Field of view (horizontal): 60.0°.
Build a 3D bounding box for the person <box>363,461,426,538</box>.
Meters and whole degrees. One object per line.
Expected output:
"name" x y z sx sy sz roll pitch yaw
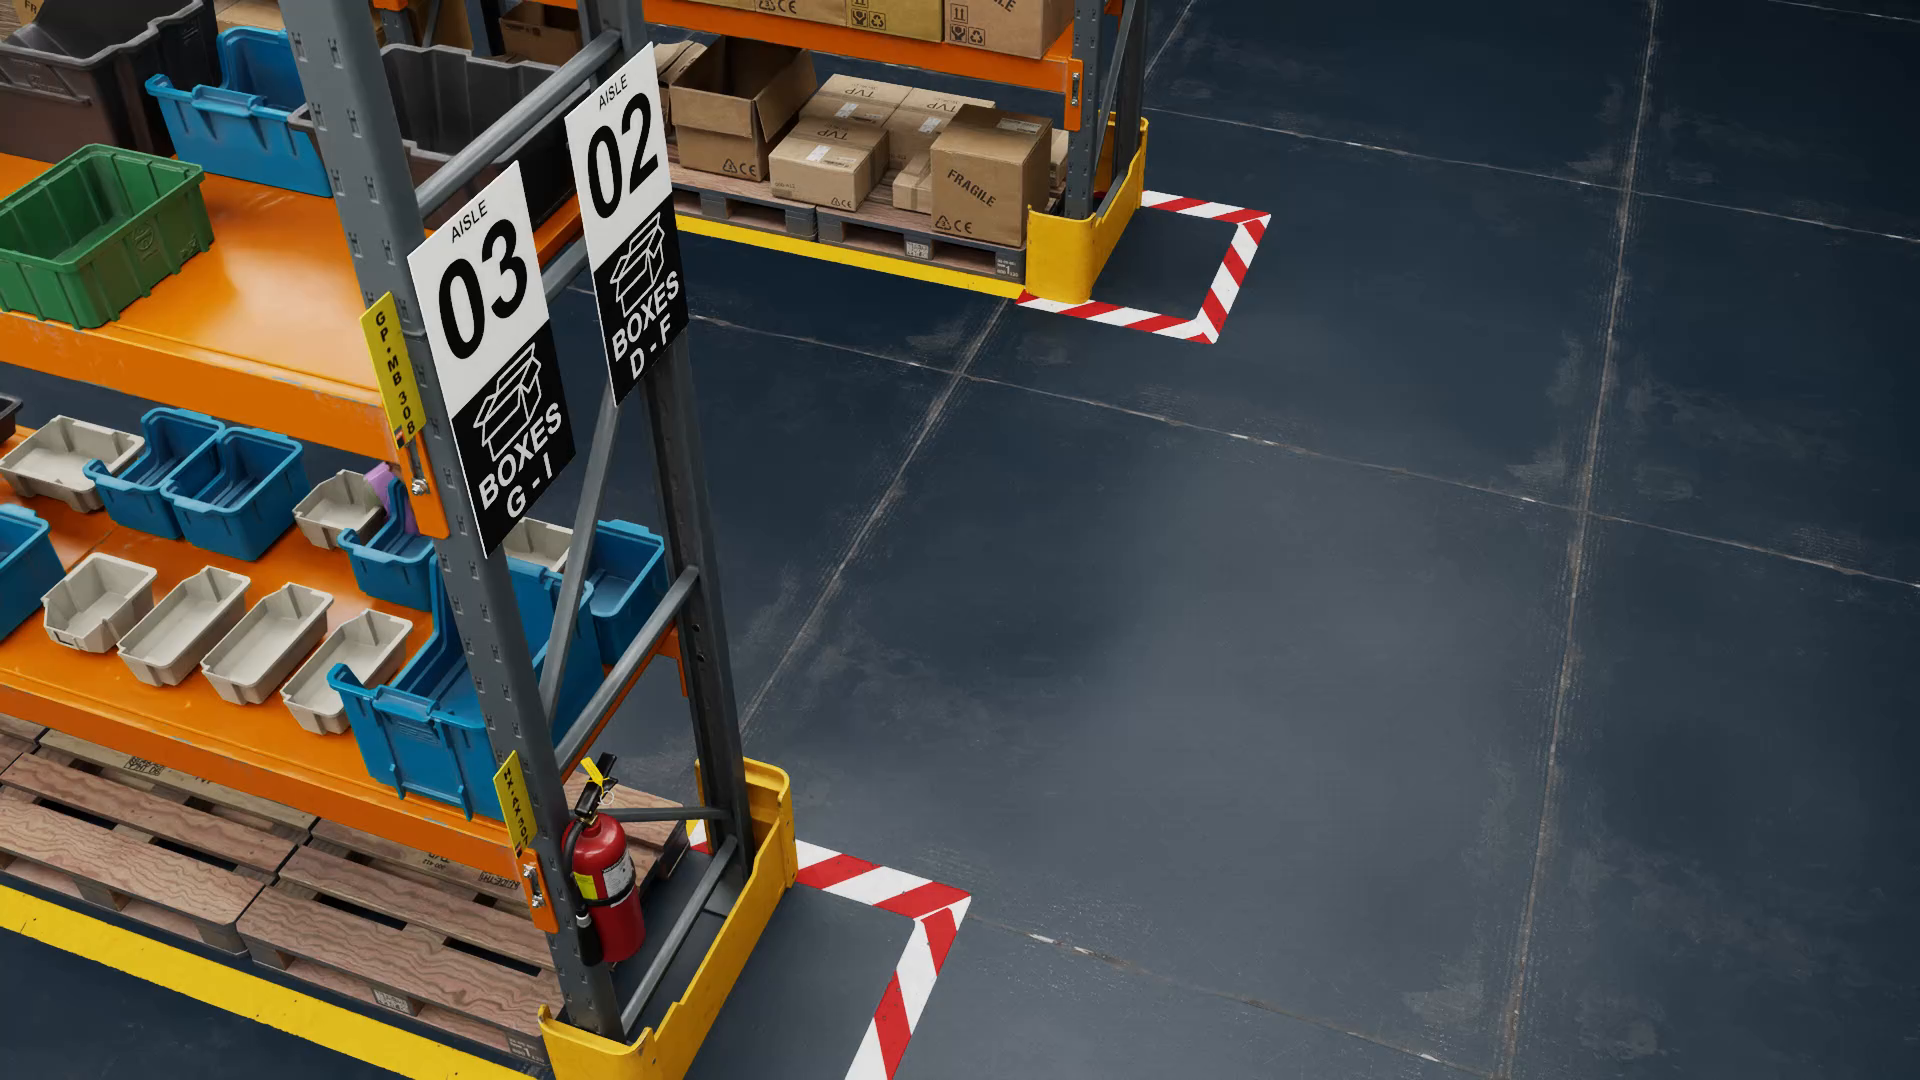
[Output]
"person" -1.743 0.181 5.659 0.482 1.589 0.347 -7 43 -8
